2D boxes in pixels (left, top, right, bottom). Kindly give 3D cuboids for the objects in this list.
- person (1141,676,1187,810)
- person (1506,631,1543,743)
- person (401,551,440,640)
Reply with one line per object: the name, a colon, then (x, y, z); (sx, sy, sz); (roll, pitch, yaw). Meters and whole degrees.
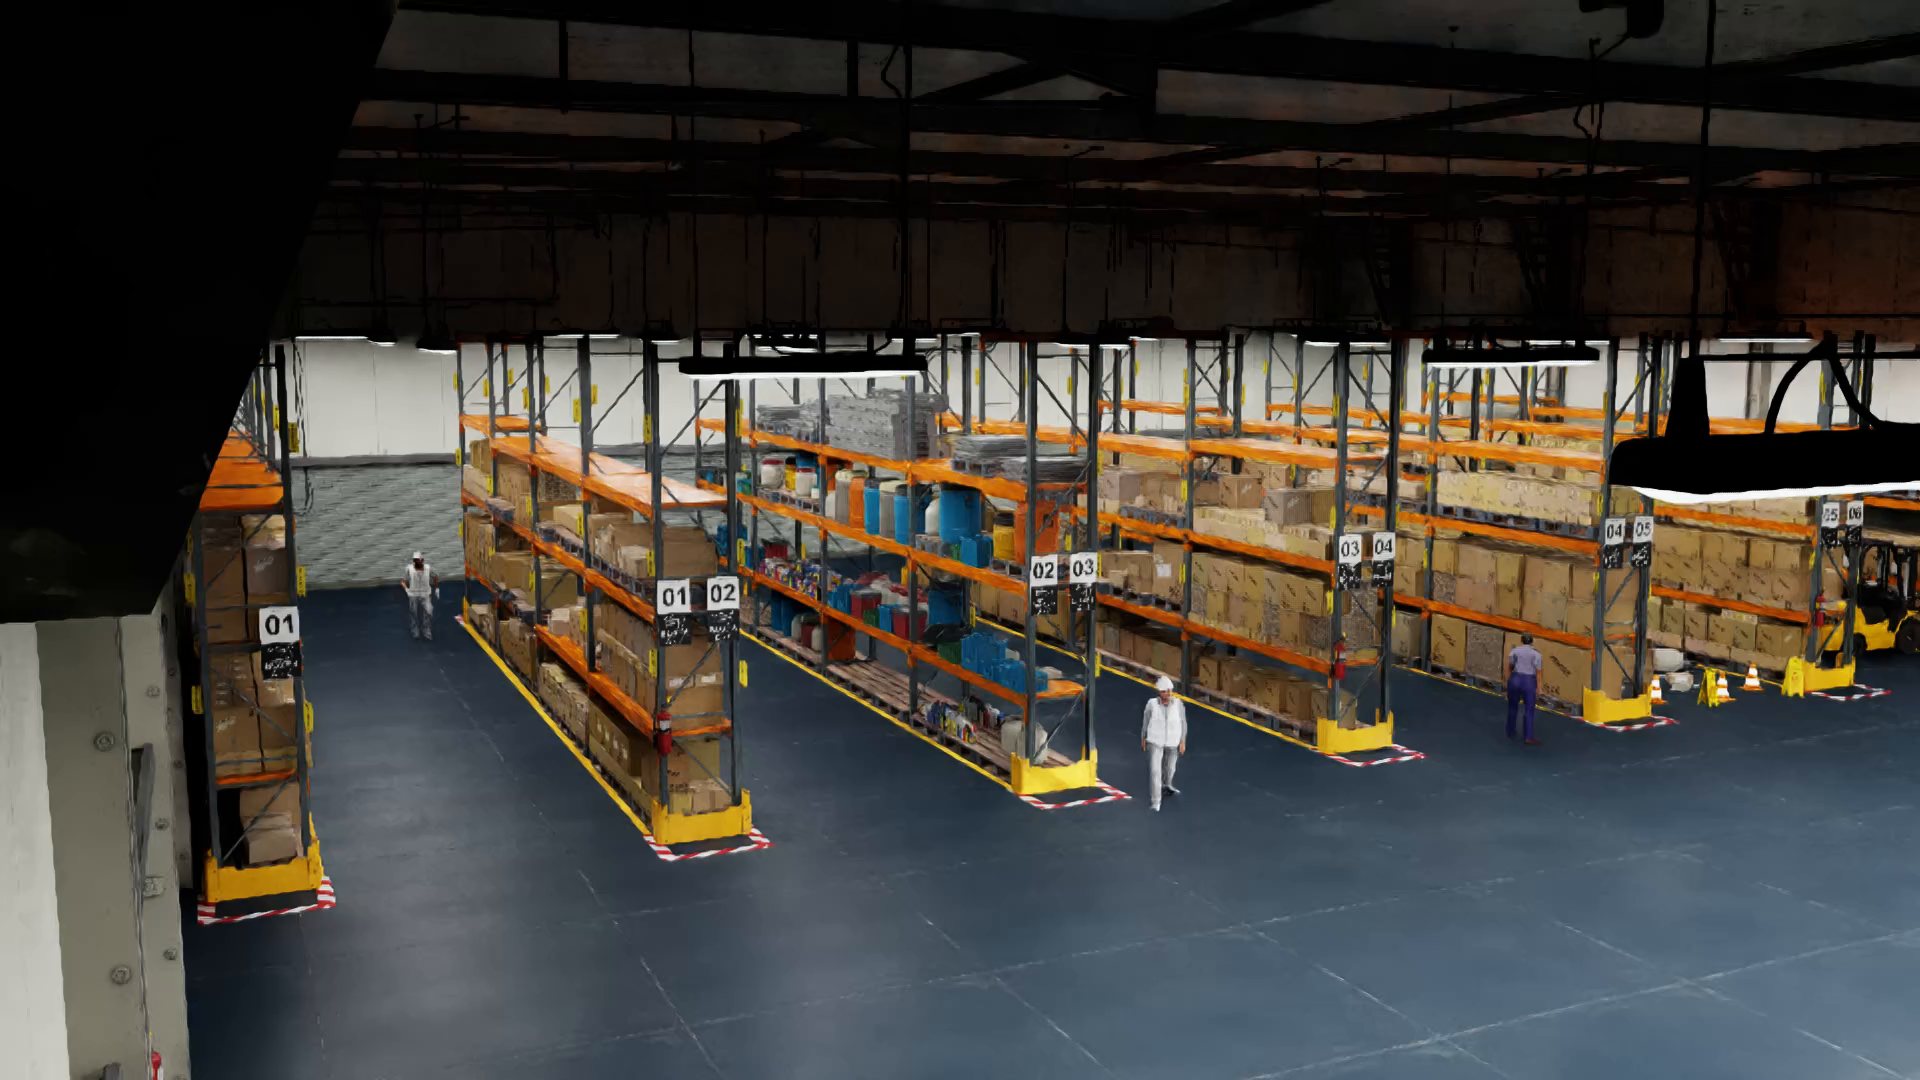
person: (2.644, 2.589, 21.560); (0.574, 1.721, 0.955); (0, 8, -3)
person: (8.422, 2.171, 24.784); (0.579, 1.658, 0.445); (6, 9, 36)
person: (-10.585, 1.076, 32.657); (0.727, 1.744, 0.690); (-3, 8, -20)
